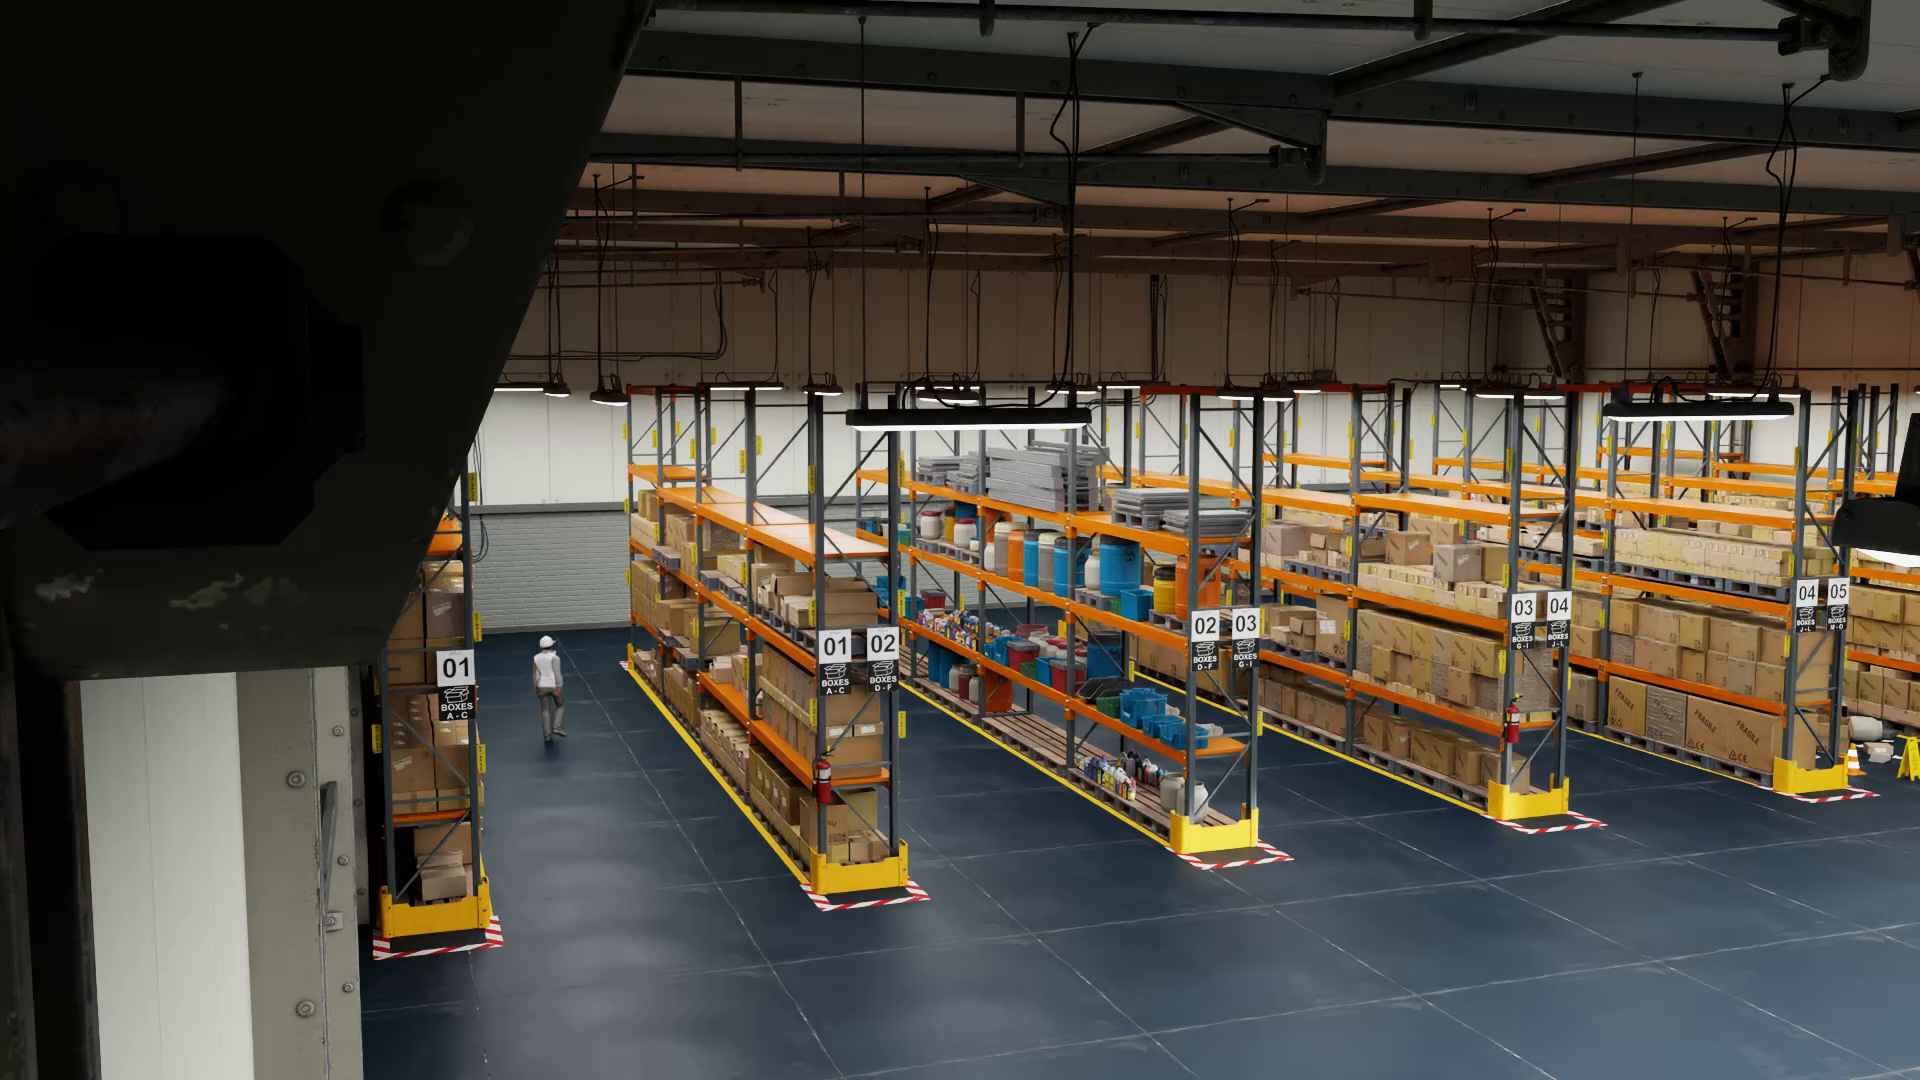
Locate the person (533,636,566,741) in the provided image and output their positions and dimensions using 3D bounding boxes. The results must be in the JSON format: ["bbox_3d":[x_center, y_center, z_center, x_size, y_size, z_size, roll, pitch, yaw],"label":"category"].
[{"bbox_3d":[-7.022,2.519,28.351,0.544,1.765,0.542,0,6,-3],"label":"person"}]

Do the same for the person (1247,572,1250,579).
[{"bbox_3d":[7.667,1.024,43.170,0.453,1.674,0.543,3,7,28],"label":"person"}]
